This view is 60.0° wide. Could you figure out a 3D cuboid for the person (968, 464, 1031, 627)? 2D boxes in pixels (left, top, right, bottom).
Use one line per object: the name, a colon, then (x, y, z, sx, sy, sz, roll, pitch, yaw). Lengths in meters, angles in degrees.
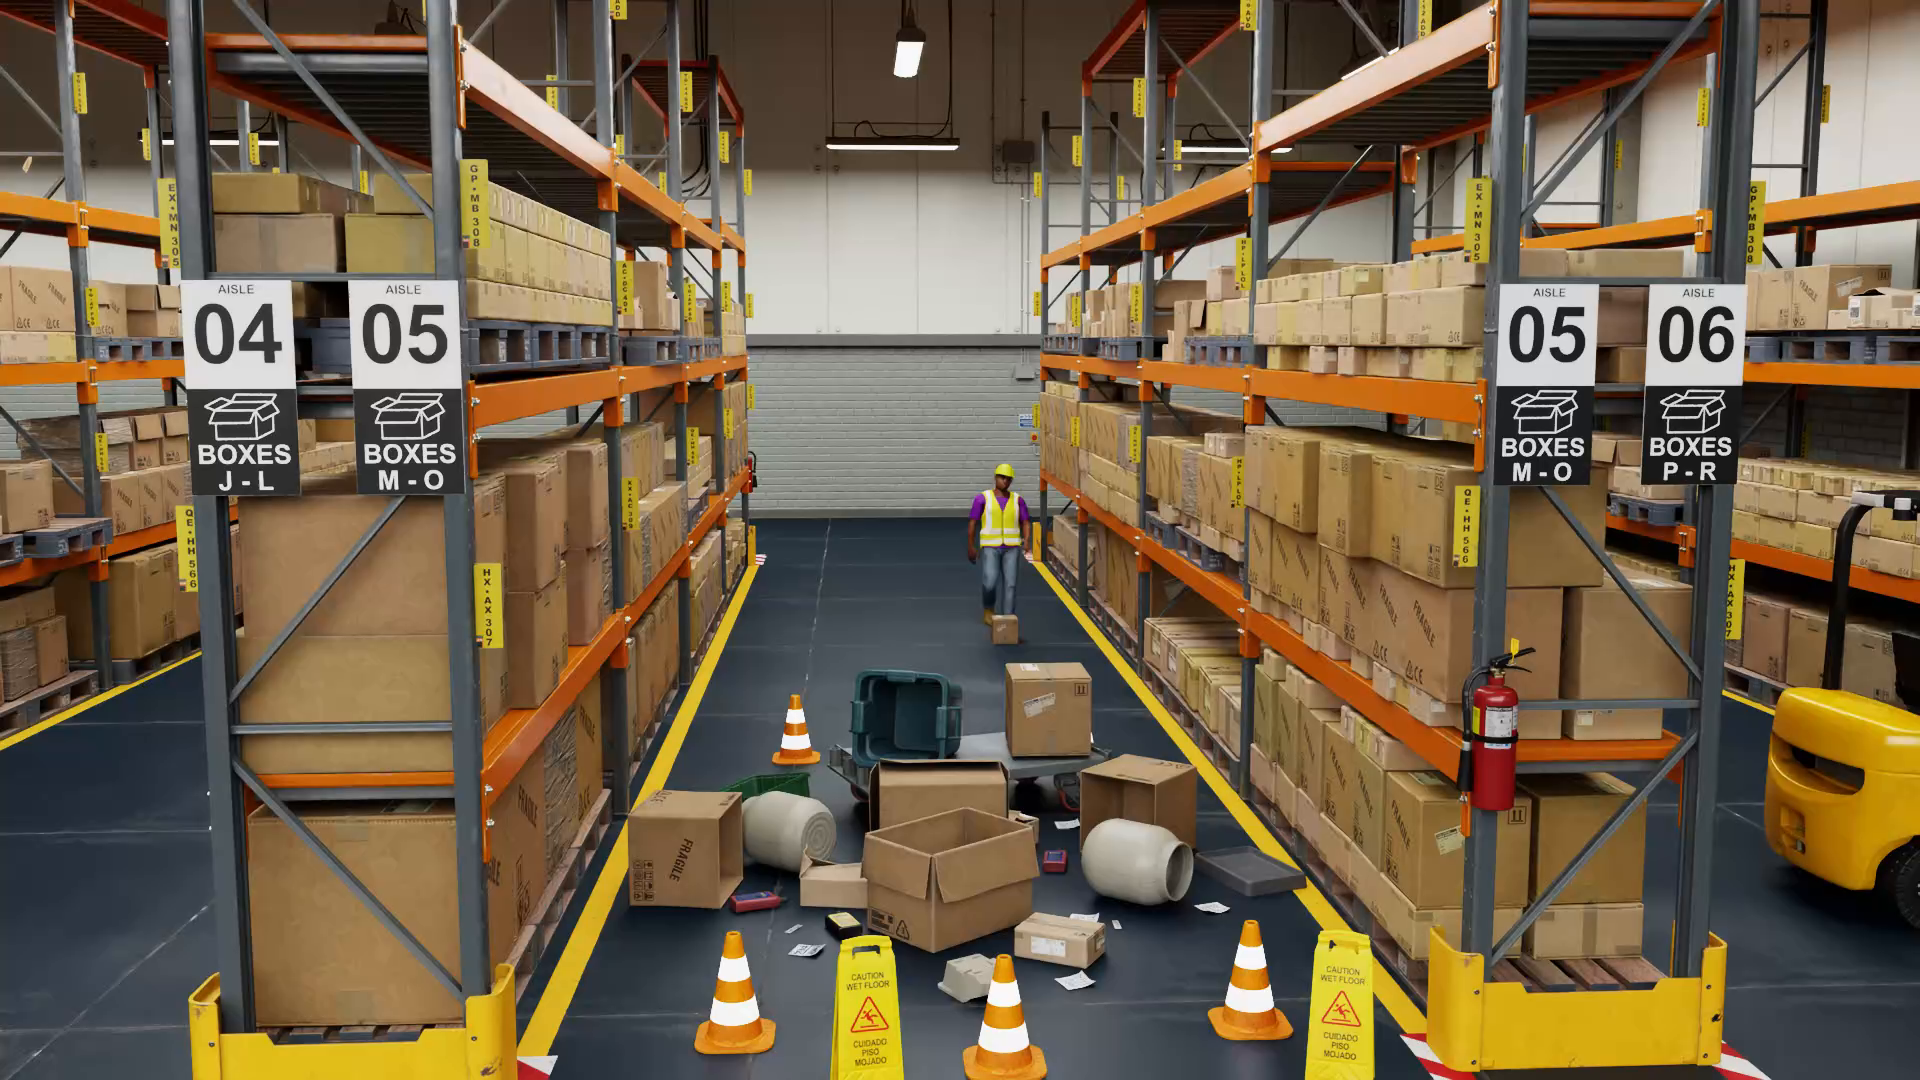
person: (0.425, 0.101, 16.872, 0.636, 1.722, 0.761, -1, 7, -9)
